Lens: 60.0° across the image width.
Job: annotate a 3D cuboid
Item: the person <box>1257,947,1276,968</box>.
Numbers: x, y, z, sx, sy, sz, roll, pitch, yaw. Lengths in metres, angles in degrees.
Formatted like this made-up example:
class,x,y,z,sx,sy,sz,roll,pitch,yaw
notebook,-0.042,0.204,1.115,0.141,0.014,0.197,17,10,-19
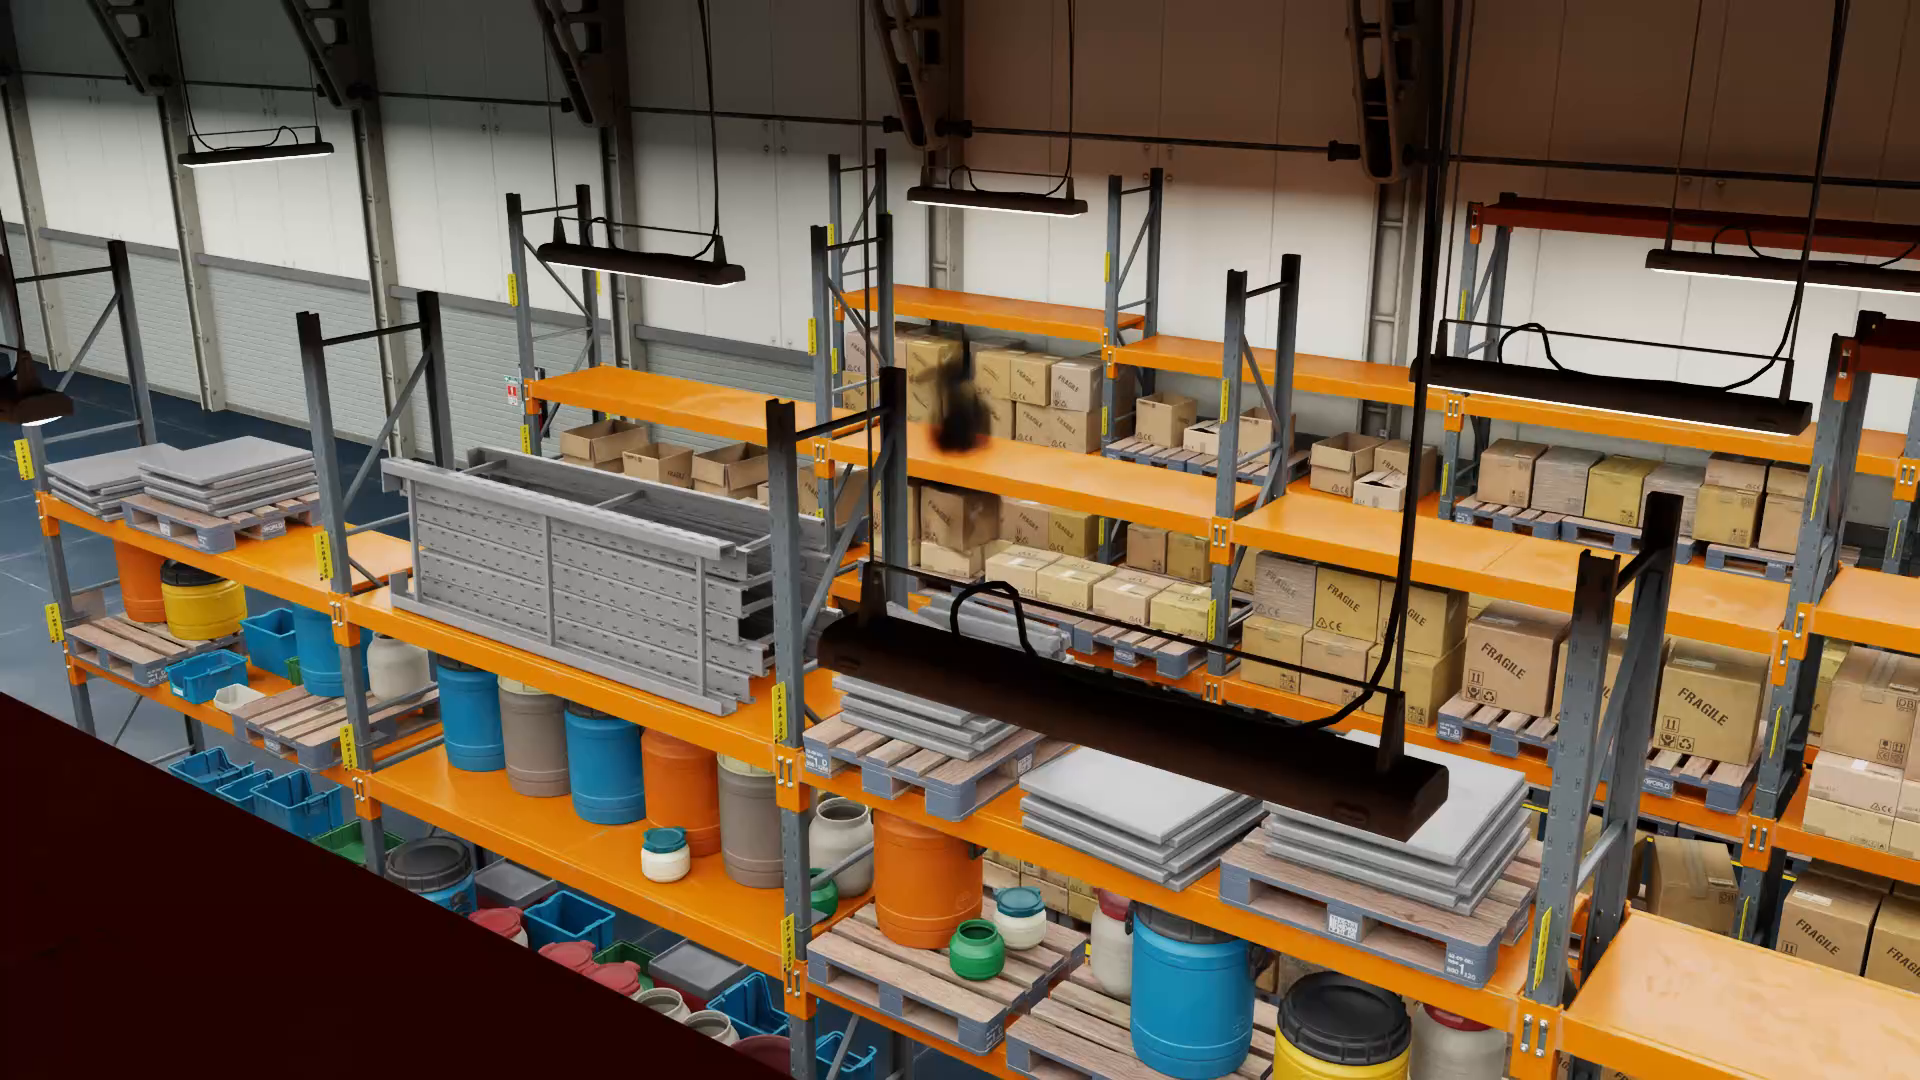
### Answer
class,x,y,z,sx,sy,sz,roll,pitch,yaw
person,2.004,3.483,12.208,0.820,1.609,0.582,12,22,32

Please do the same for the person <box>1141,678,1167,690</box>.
class,x,y,z,sx,sy,sz,roll,pitch,yaw
person,1.897,2.007,16.499,0.803,1.713,0.529,16,24,39
